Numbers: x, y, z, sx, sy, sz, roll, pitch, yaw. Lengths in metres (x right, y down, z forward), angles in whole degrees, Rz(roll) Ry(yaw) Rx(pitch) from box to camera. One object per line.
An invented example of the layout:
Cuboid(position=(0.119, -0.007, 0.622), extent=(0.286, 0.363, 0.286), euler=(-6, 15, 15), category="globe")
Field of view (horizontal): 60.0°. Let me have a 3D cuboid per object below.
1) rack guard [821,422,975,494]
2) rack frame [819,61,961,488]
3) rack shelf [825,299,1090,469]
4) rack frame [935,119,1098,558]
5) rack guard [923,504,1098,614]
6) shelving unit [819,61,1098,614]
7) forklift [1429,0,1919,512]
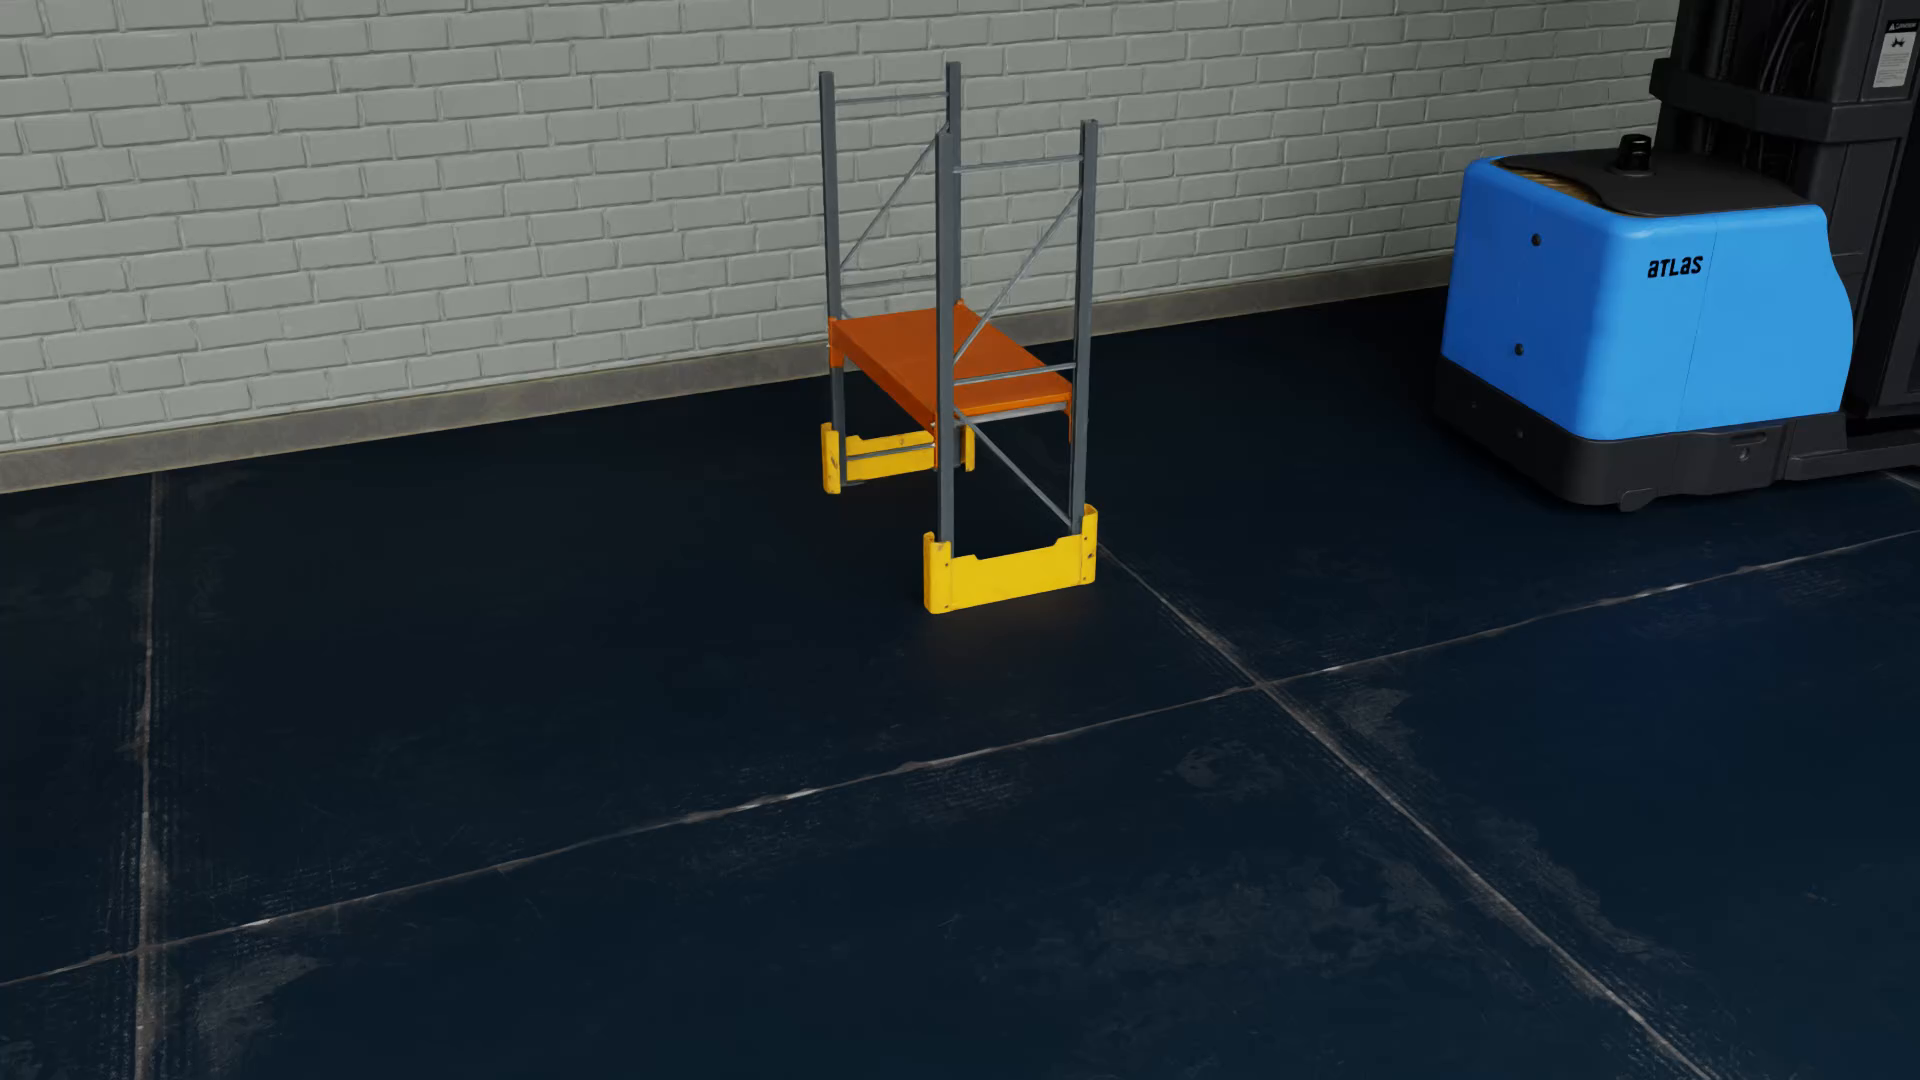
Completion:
Cuboid(position=(-0.225, -0.344, 6.170), extent=(0.587, 0.250, 0.087), euler=(-11, 28, -21), category="rack guard")
Cuboid(position=(-0.232, -0.914, 5.912), extent=(0.500, 1.500, 0.032), euler=(-11, 28, -21), category="rack frame")
Cuboid(position=(-0.033, -0.547, 5.570), extent=(0.538, 0.185, 1.000), euler=(-11, 28, -21), category="rack shelf")
Cuboid(position=(0.166, -0.503, 5.071), extent=(0.500, 1.500, 0.032), euler=(-11, 28, -21), category="rack frame")
Cuboid(position=(0.165, 0.058, 5.346), extent=(0.587, 0.250, 0.087), euler=(-11, 28, -21), category="rack guard")
Cuboid(position=(-0.030, -0.705, 5.484), extent=(0.587, 1.500, 1.083), euler=(-11, 28, -21), category="shelving unit")
Cuboid(position=(3.452, -1.773, 6.041), extent=(3.031, 2.935, 1.130), euler=(-8, 27, -15), category="forklift")
